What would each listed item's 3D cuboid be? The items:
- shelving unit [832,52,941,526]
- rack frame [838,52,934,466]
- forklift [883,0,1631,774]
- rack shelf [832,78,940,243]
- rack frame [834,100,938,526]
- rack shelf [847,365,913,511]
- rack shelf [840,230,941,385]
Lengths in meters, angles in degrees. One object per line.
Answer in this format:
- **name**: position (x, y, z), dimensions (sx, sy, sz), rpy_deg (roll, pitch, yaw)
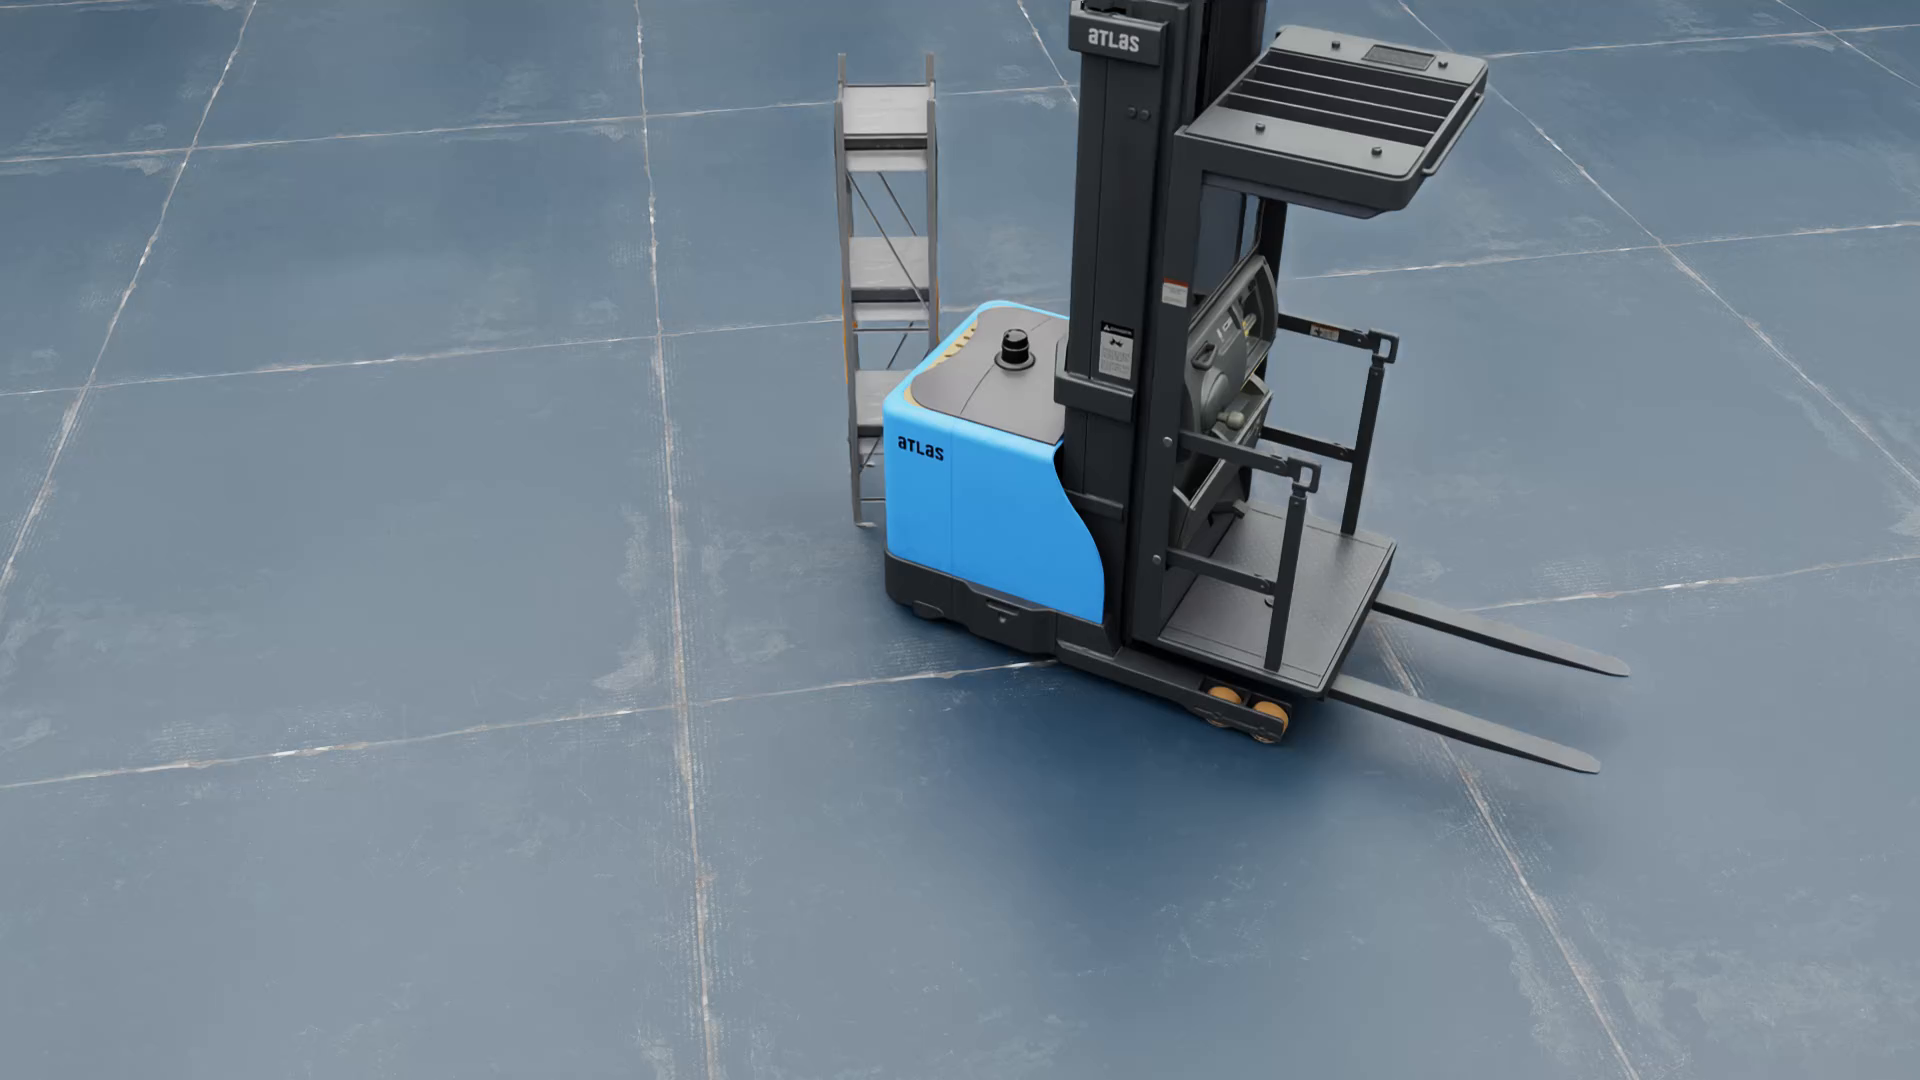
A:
- **shelving unit**: position (-0.304, -1.052, 7.392), dimensions (0.431, 2.100, 0.503), rpy_deg (-1, 38, -1)
- **rack frame**: position (-0.310, -1.201, 7.585), dimensions (0.400, 2.100, 0.015), rpy_deg (-1, 38, -1)
- **forklift**: position (1.217, -0.715, 6.281), dimensions (3.031, 2.935, 1.130), rpy_deg (18, 41, 21)
- **rack shelf**: position (-0.304, -1.594, 6.971), dimensions (0.431, 0.518, 0.480), rpy_deg (-1, 38, -1)
- **rack frame**: position (-0.297, -0.902, 7.200), dimensions (0.400, 2.100, 0.015), rpy_deg (-1, 38, -1)
- **rack shelf**: position (-0.304, -0.488, 7.830), dimensions (0.431, 0.518, 0.480), rpy_deg (-1, 38, -1)
- **rack shelf**: position (-0.304, -1.041, 7.401), dimensions (0.431, 0.518, 0.480), rpy_deg (-1, 38, -1)
